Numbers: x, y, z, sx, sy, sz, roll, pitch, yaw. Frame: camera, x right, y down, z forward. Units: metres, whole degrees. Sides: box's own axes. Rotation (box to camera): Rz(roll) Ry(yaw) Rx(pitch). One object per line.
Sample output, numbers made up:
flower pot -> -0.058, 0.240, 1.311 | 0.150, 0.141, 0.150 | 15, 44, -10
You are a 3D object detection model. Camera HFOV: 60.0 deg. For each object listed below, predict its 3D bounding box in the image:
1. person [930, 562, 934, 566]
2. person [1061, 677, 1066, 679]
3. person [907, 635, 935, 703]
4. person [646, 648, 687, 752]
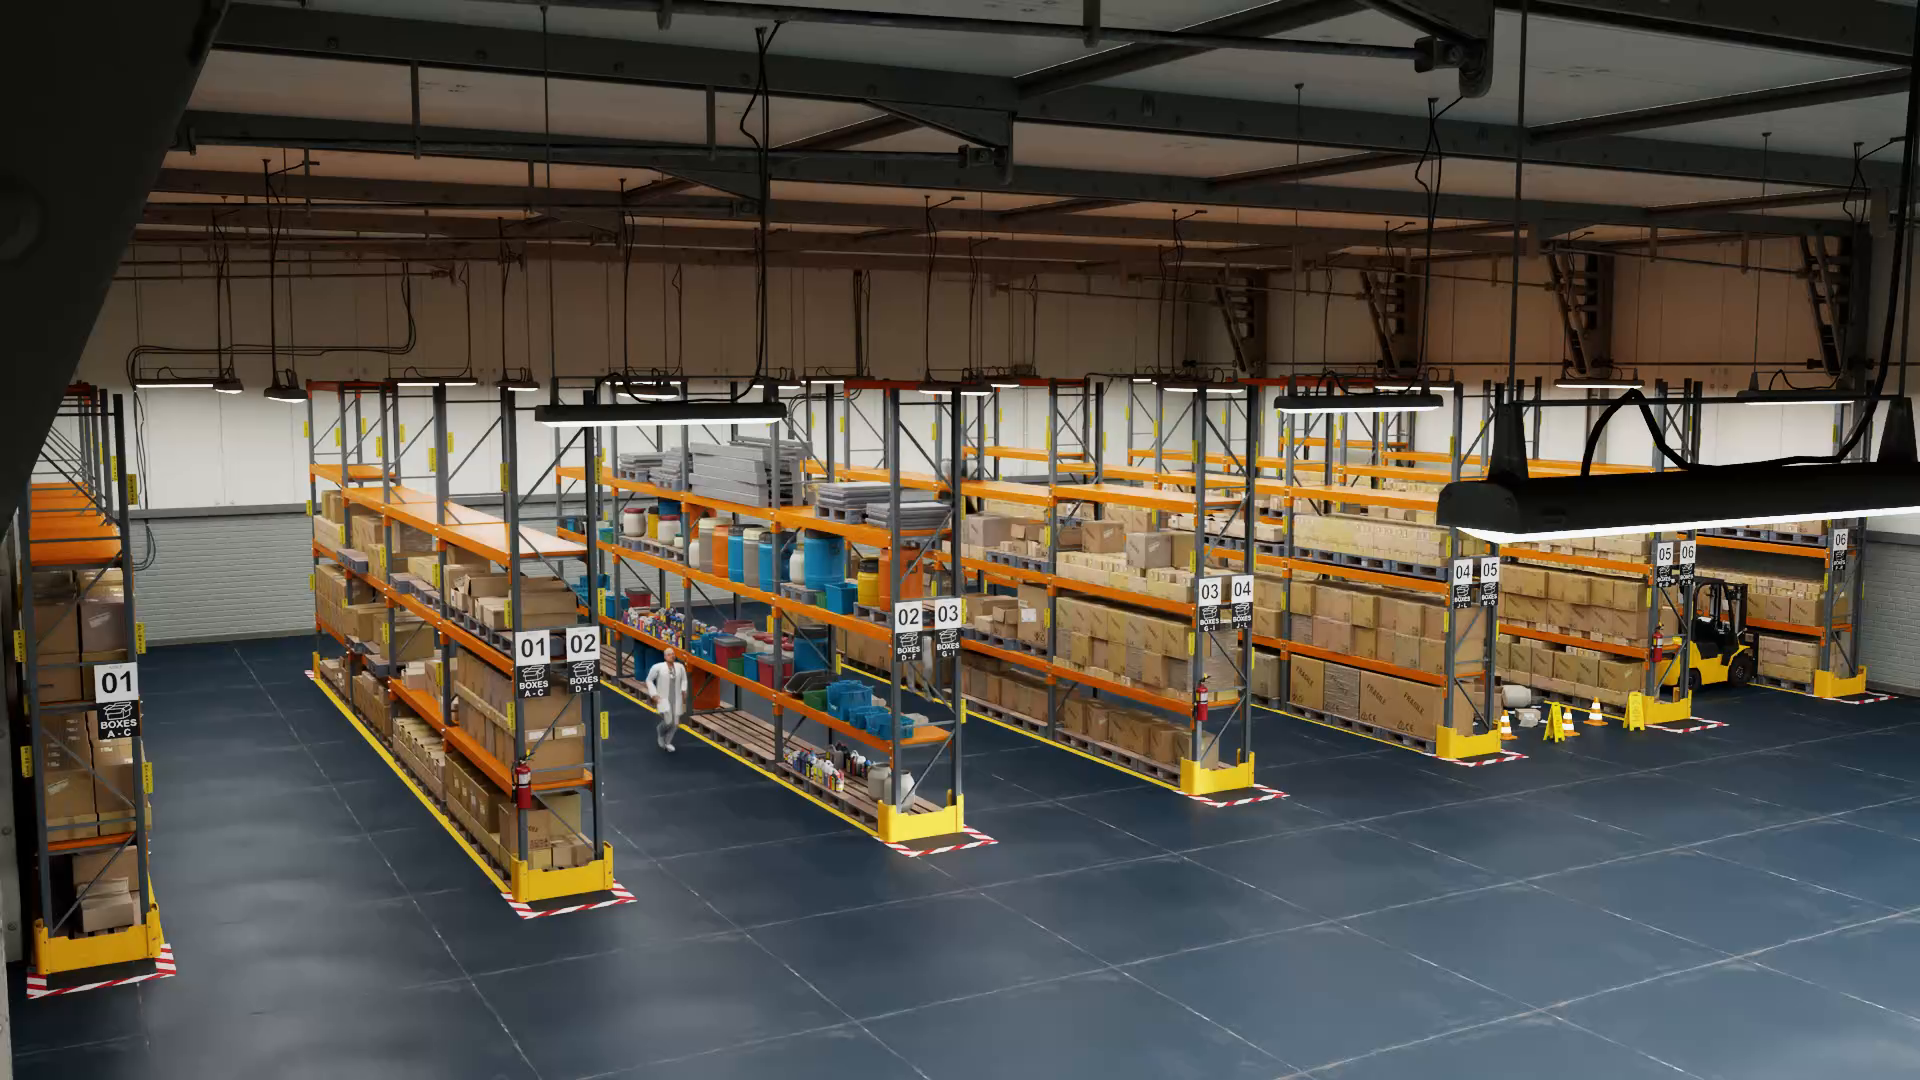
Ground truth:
person -> -0.751, 1.323, 39.474 | 0.657, 1.614, 0.590 | -3, 7, -25
person -> 1.890, 1.714, 32.226 | 0.649, 1.862, 0.782 | -5, 8, -38
person -> -0.717, 1.998, 30.149 | 0.638, 1.909, 0.747 | -4, 7, -31
person -> -4.726, 2.600, 27.054 | 0.660, 1.703, 0.653 | -4, 7, -32
